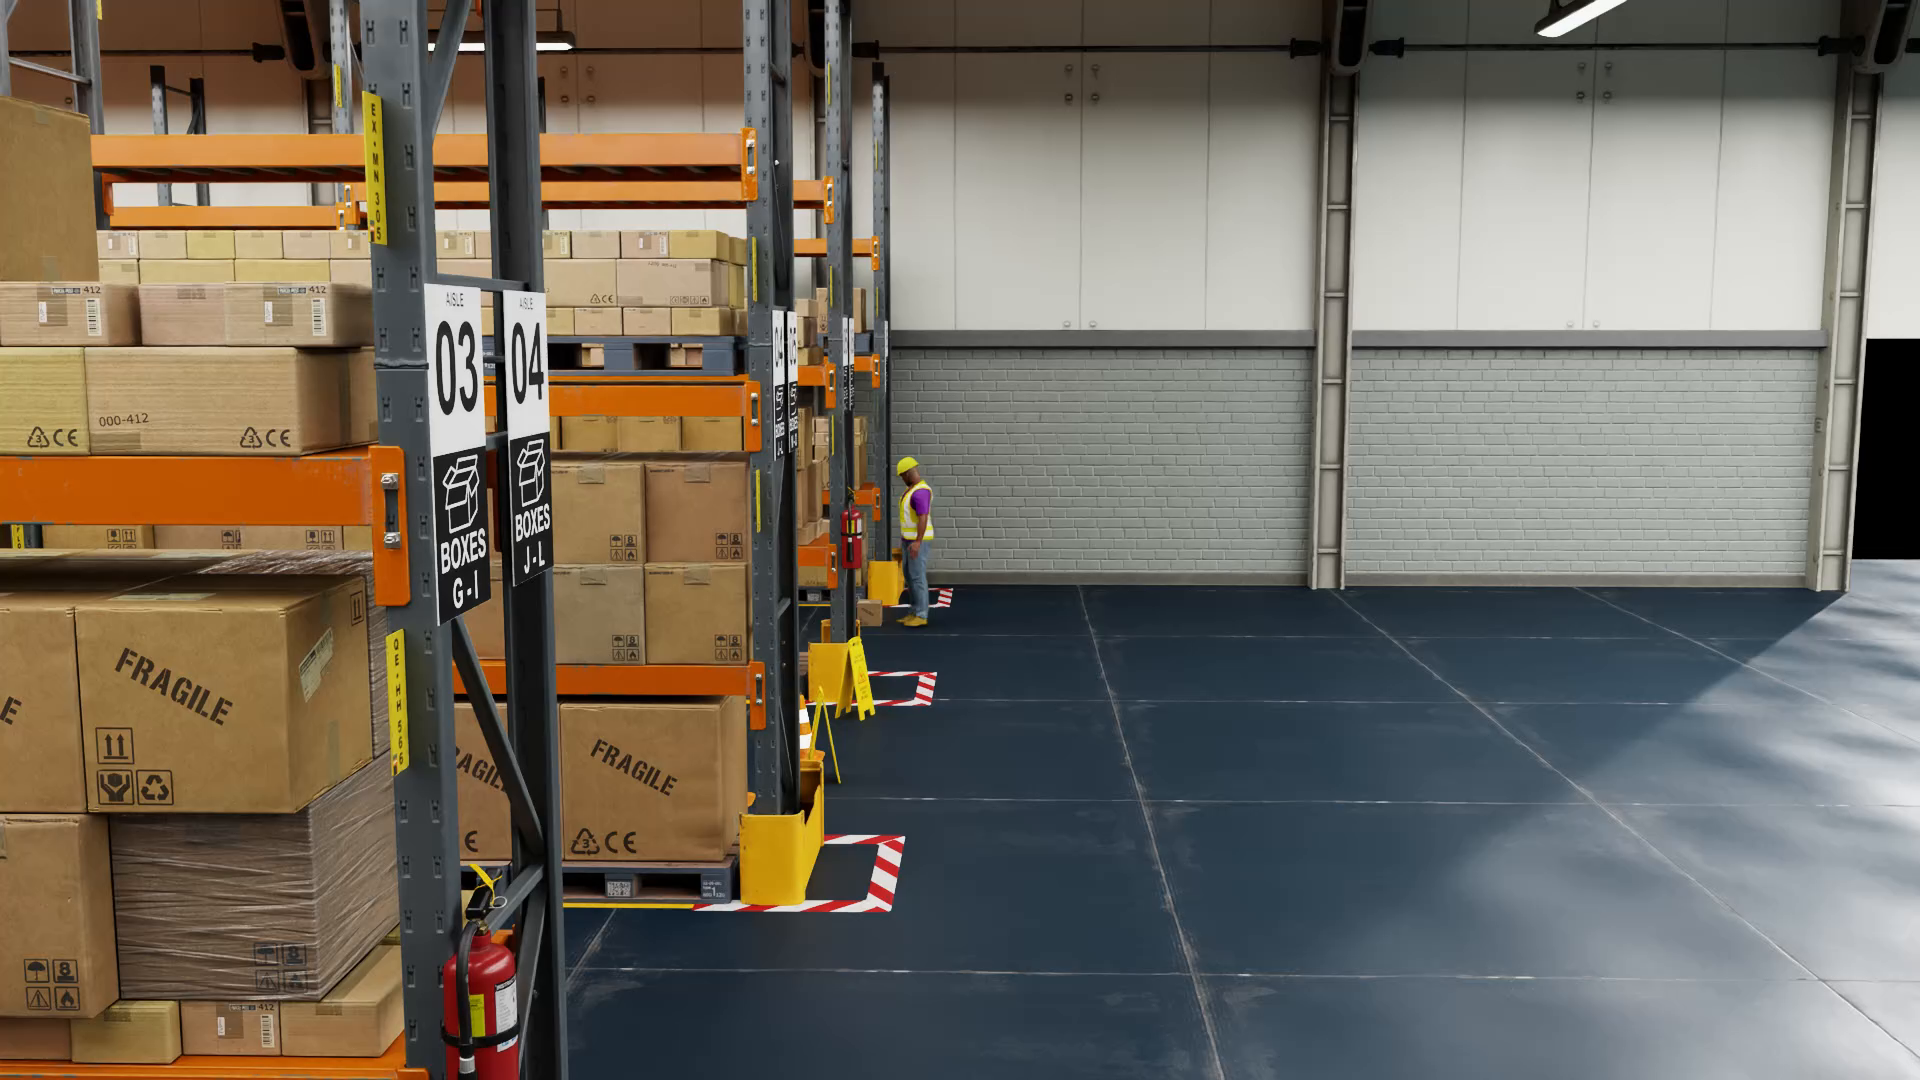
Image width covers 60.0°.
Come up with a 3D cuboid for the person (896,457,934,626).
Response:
[{"bbox_3d":[-0.474,0.027,17.492,0.368,1.798,0.486,-2,7,-17],"label":"person"}]
